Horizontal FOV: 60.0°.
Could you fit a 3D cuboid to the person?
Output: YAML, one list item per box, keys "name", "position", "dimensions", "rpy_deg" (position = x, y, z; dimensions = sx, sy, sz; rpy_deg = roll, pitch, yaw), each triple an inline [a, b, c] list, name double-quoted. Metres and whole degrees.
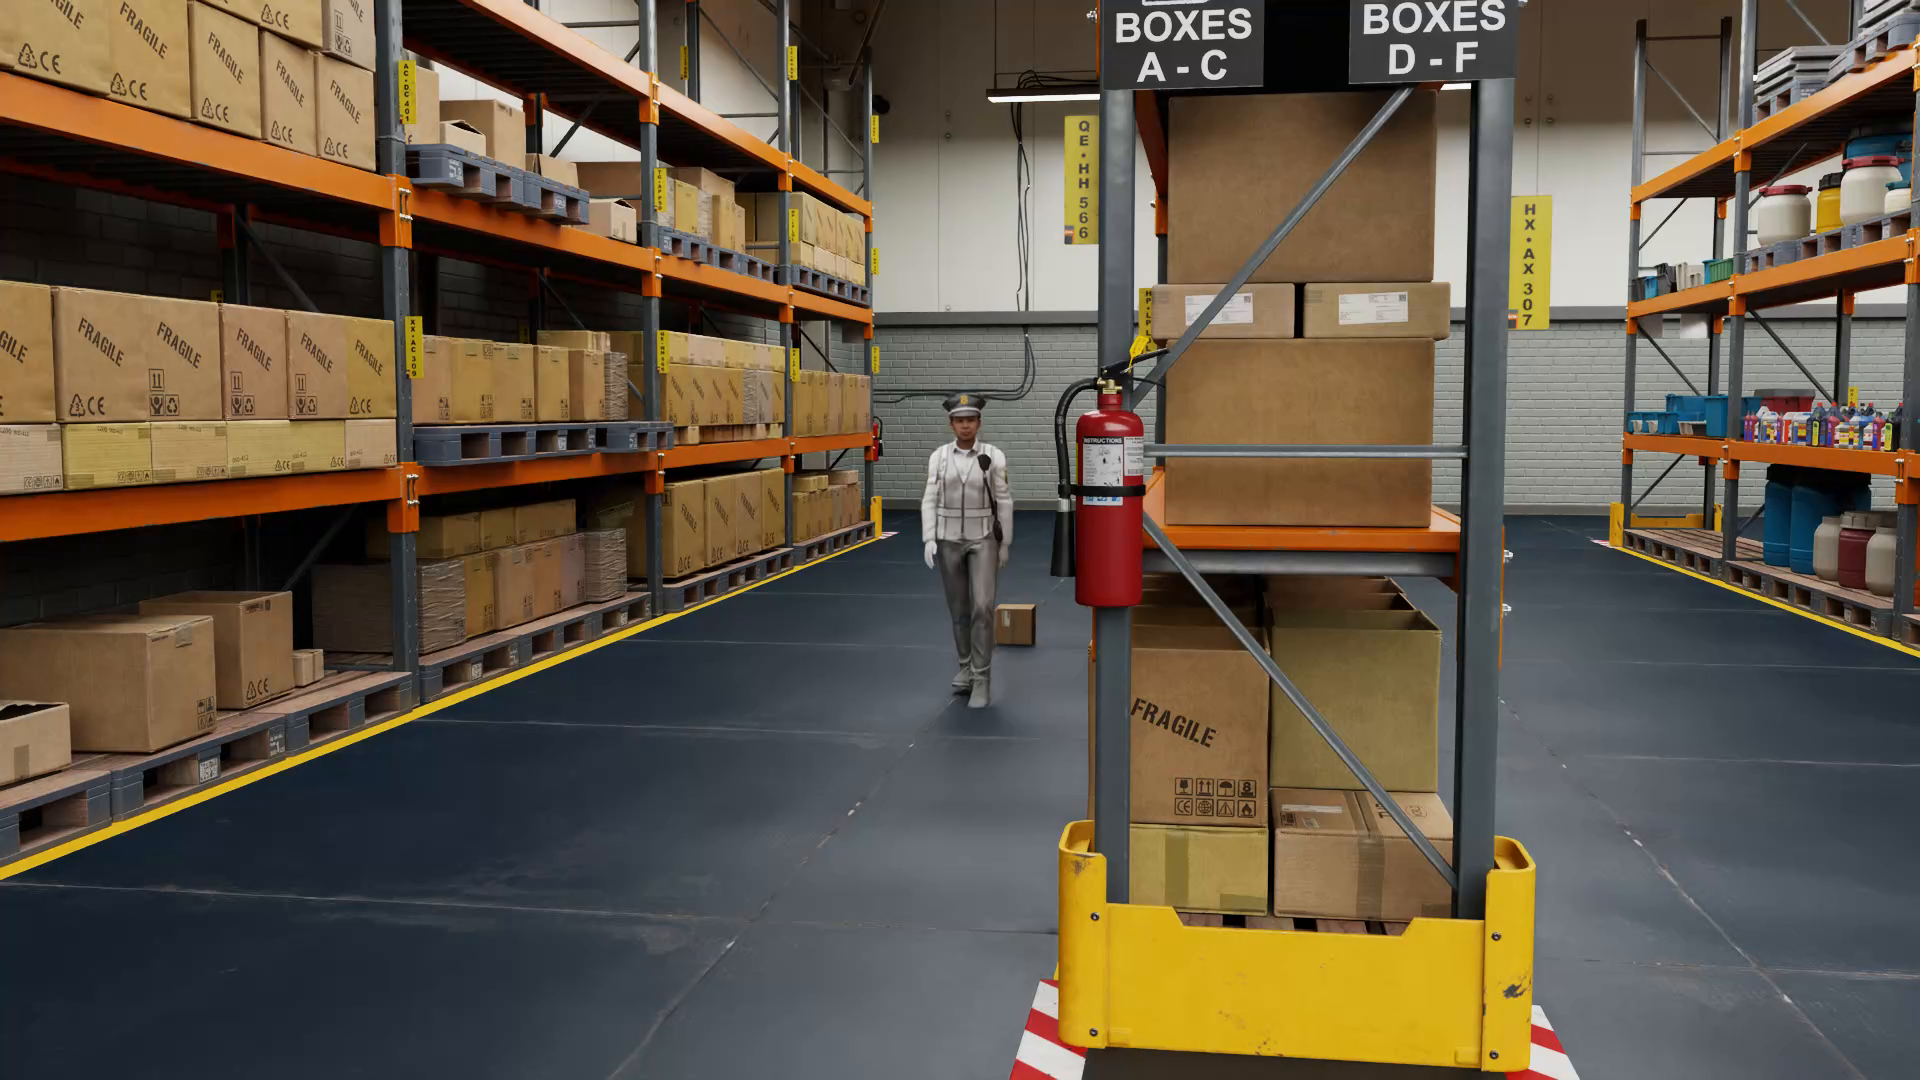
- name: "person"
  position: [0.028, 0.051, 9.205]
  dimensions: [0.500, 1.722, 0.726]
  rpy_deg: [1, 5, 10]
